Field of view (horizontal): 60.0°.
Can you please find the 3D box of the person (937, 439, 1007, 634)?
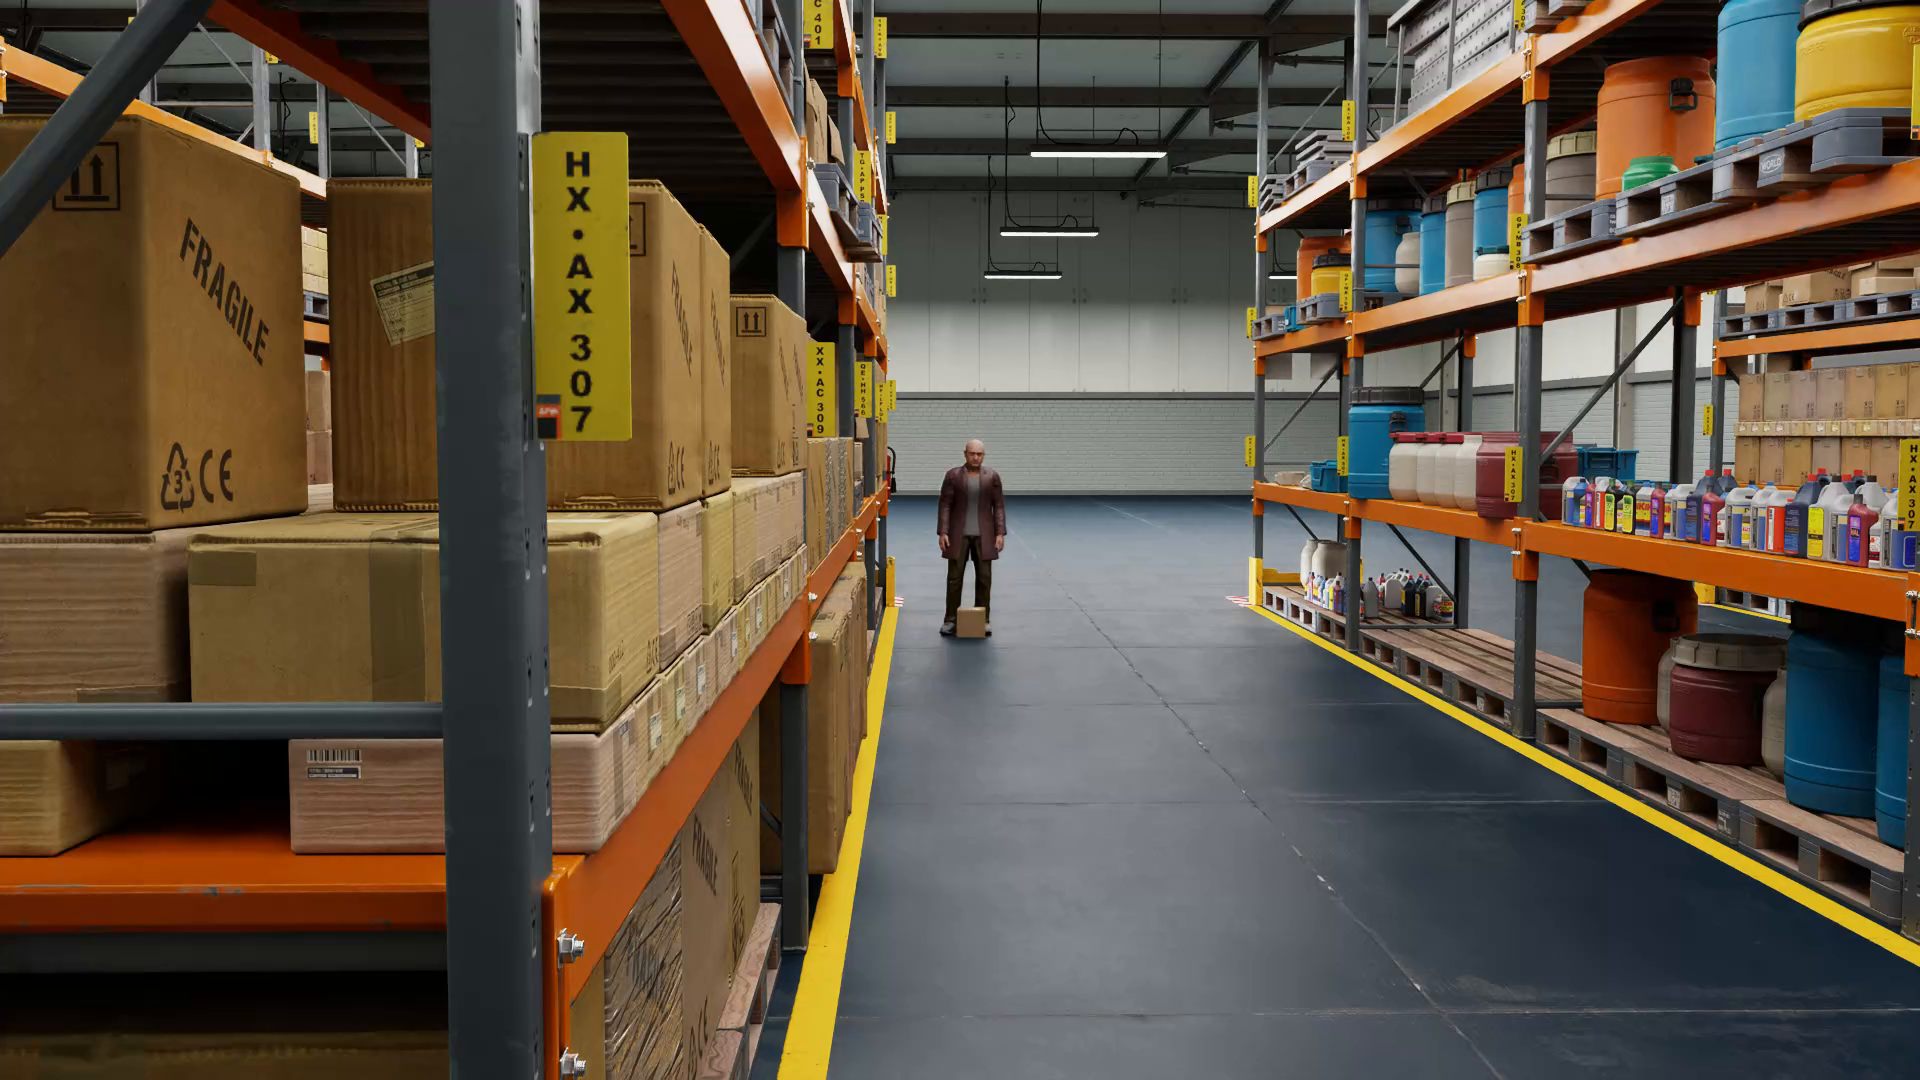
[{"bbox_3d":[0.109,-0.032,15.212,0.649,1.772,0.429,0,4,-4],"label":"person"}]
